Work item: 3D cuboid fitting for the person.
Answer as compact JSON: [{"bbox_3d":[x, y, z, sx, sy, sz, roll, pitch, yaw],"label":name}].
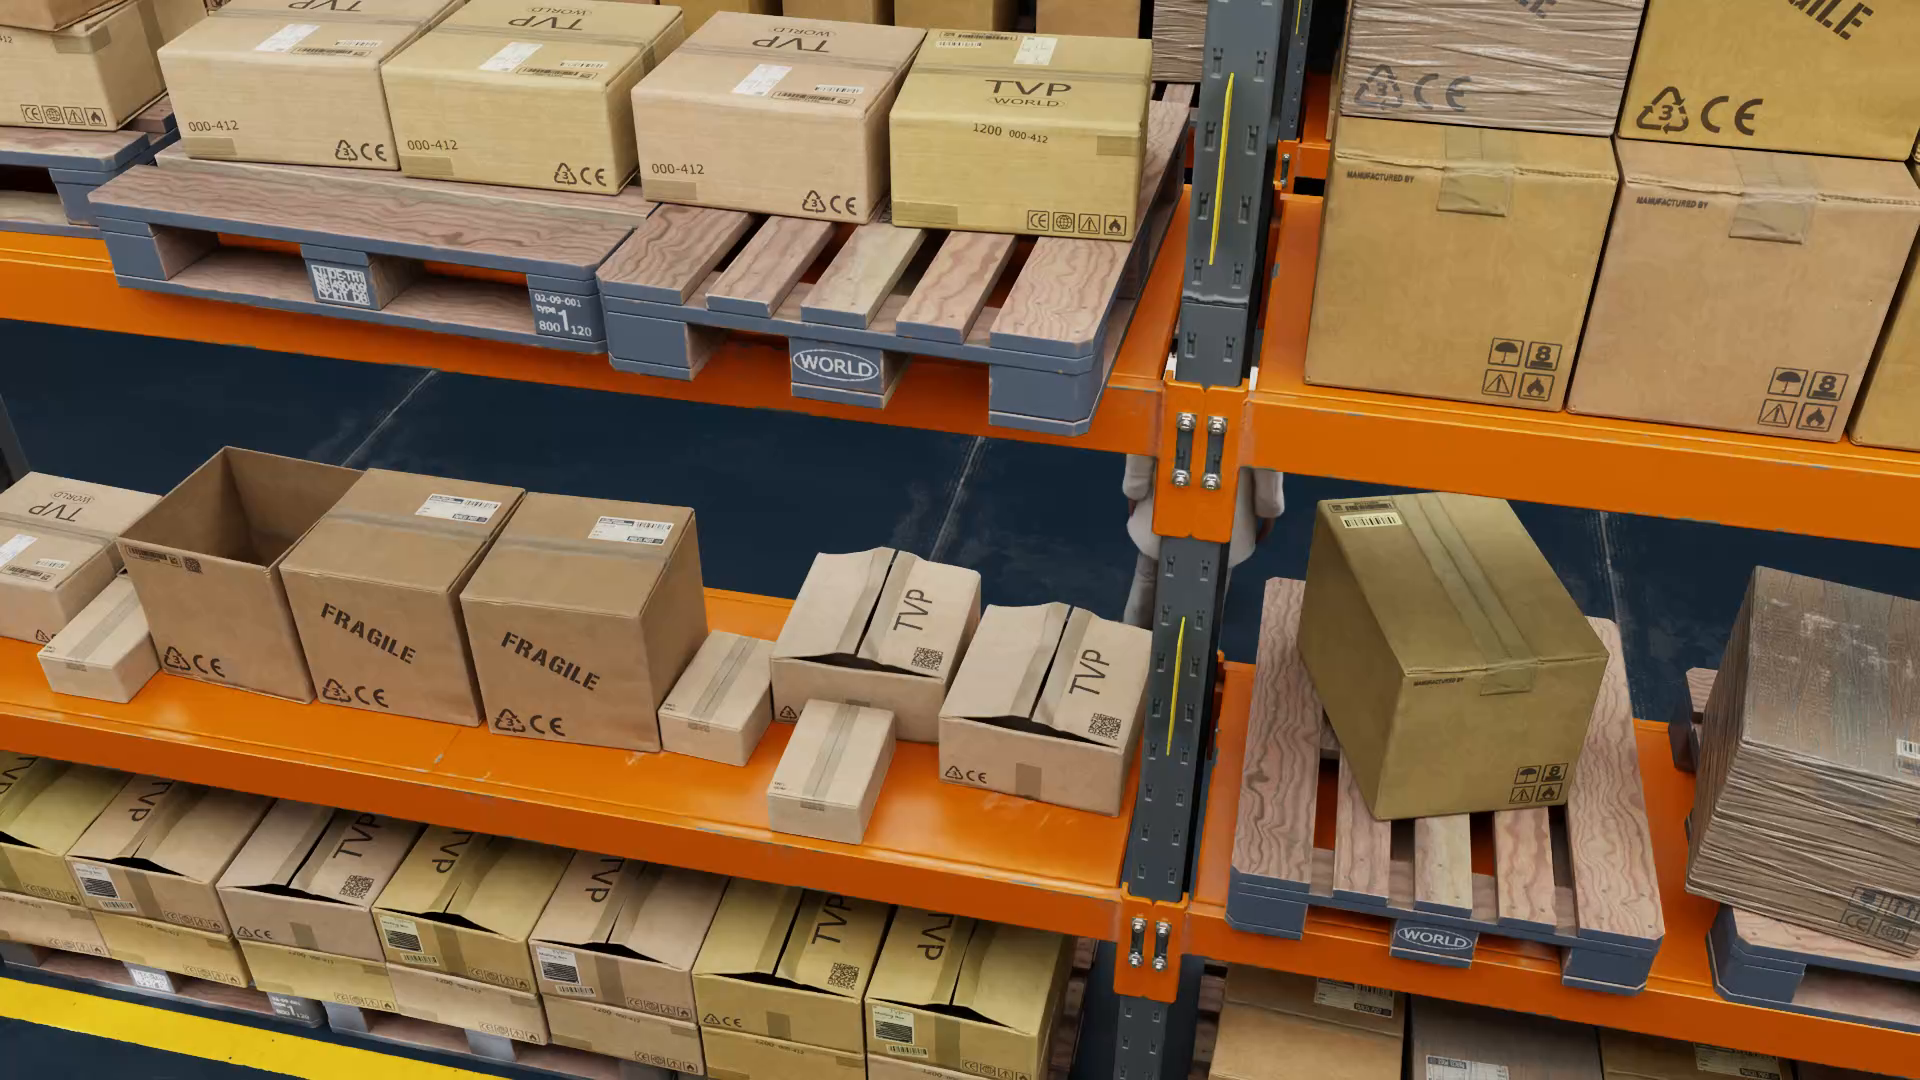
[{"bbox_3d":[0.938,-0.176,6.400,0.618,1.792,0.403,7,37,10],"label":"person"}]
